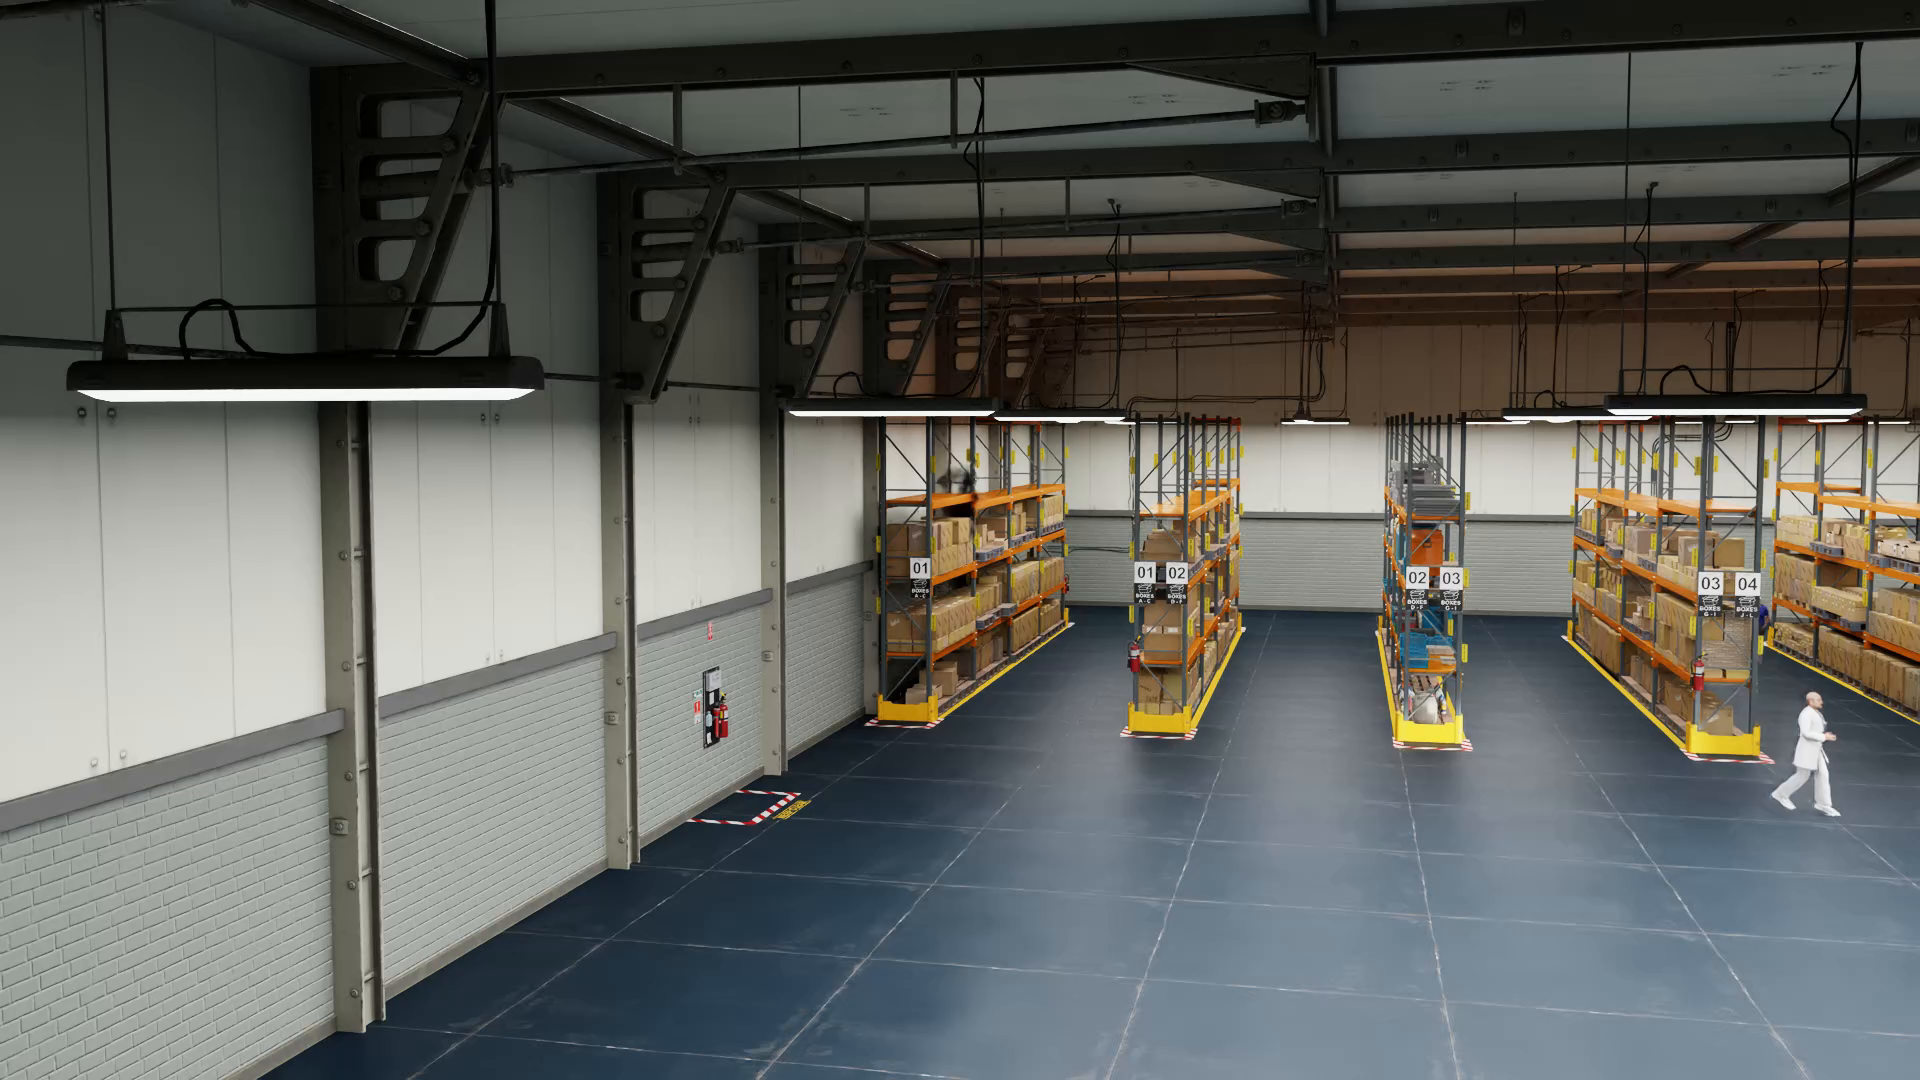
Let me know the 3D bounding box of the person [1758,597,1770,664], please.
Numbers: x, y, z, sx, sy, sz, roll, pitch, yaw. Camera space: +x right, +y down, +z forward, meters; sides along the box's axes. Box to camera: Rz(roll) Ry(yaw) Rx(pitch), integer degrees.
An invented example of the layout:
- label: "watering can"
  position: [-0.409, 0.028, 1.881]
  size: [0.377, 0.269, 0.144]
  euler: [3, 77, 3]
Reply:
- label: "person"
  position: [19.468, 2.182, 40.679]
  size: [0.575, 1.654, 0.976]
  euler: [1, 4, 9]

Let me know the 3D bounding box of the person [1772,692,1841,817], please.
- label: "person"
  position: [12.586, 3.160, 24.683]
  size: [0.923, 1.828, 0.737]
  euler: [3, 5, 42]
